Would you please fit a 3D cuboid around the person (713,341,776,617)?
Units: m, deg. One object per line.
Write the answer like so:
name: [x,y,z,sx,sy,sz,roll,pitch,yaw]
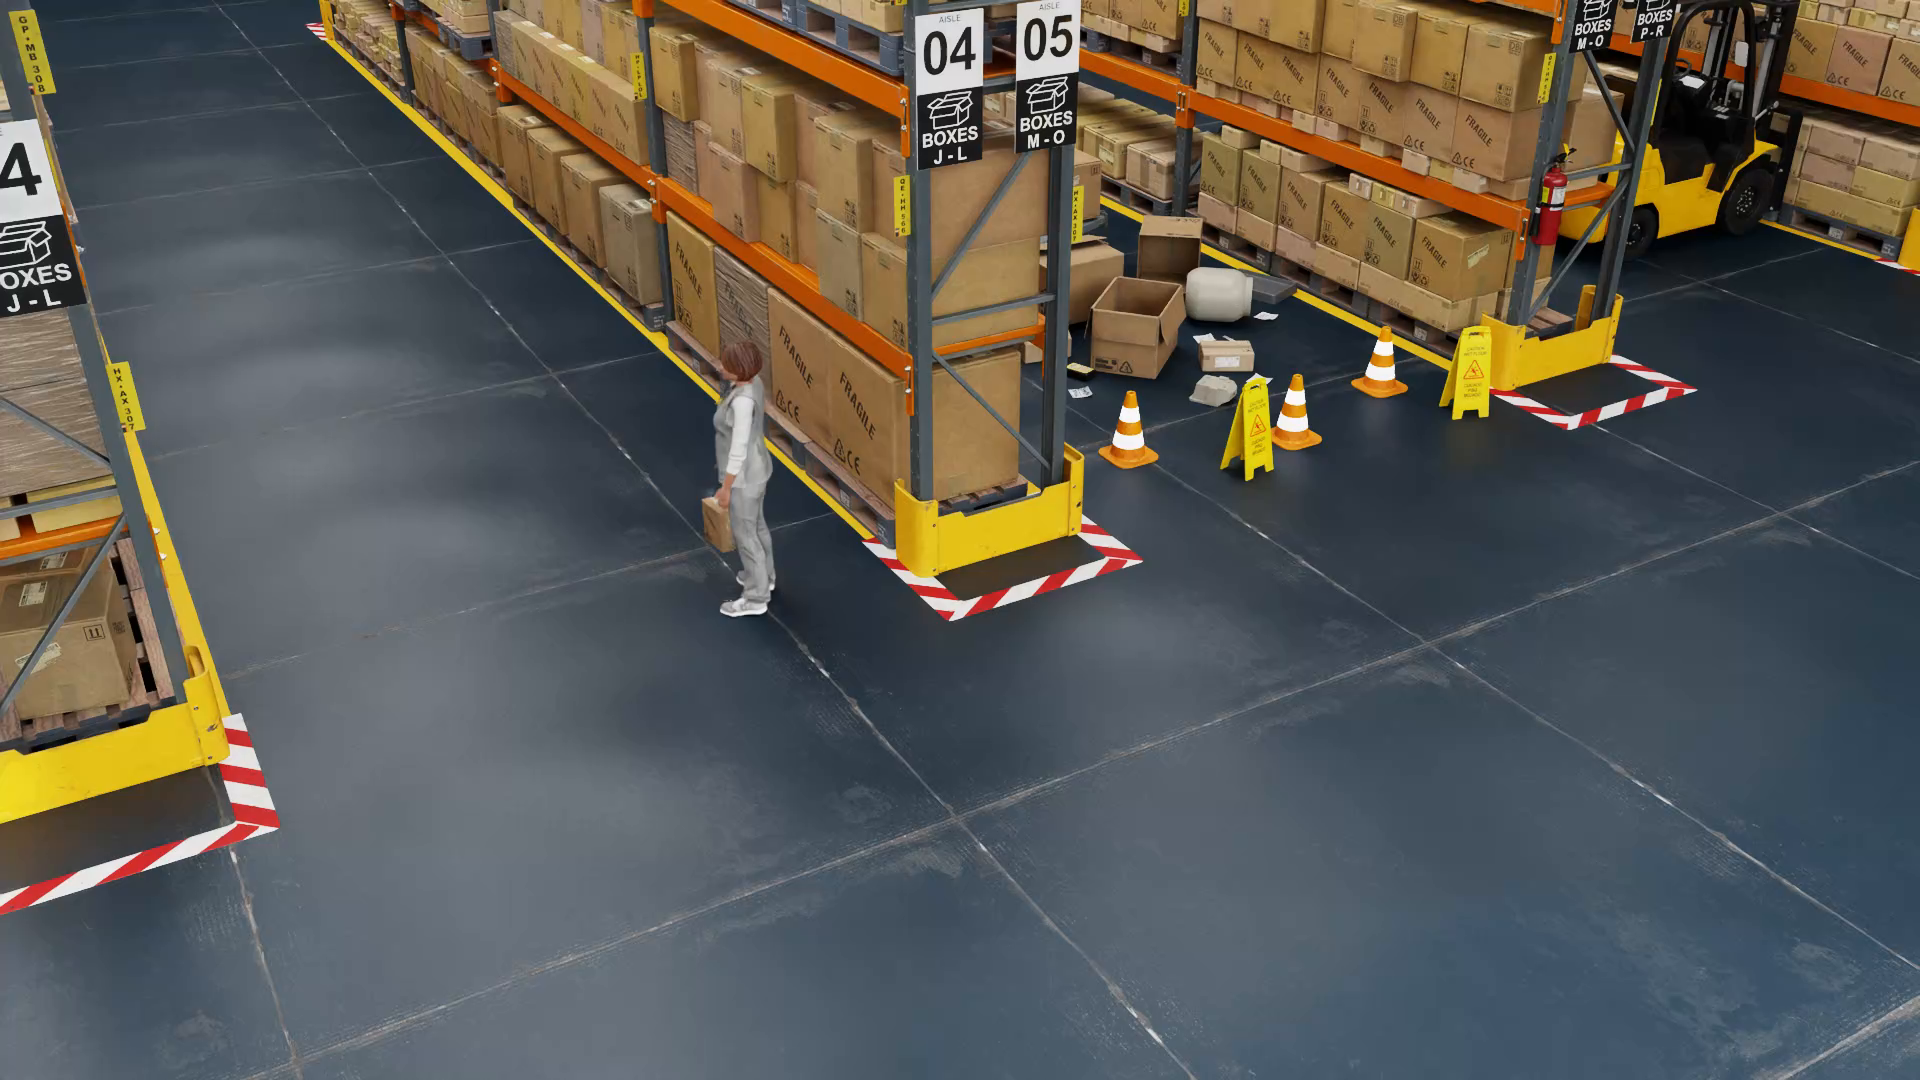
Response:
person: [-1.203,-0.352,9.138,0.352,1.607,0.500,1,29,2]
